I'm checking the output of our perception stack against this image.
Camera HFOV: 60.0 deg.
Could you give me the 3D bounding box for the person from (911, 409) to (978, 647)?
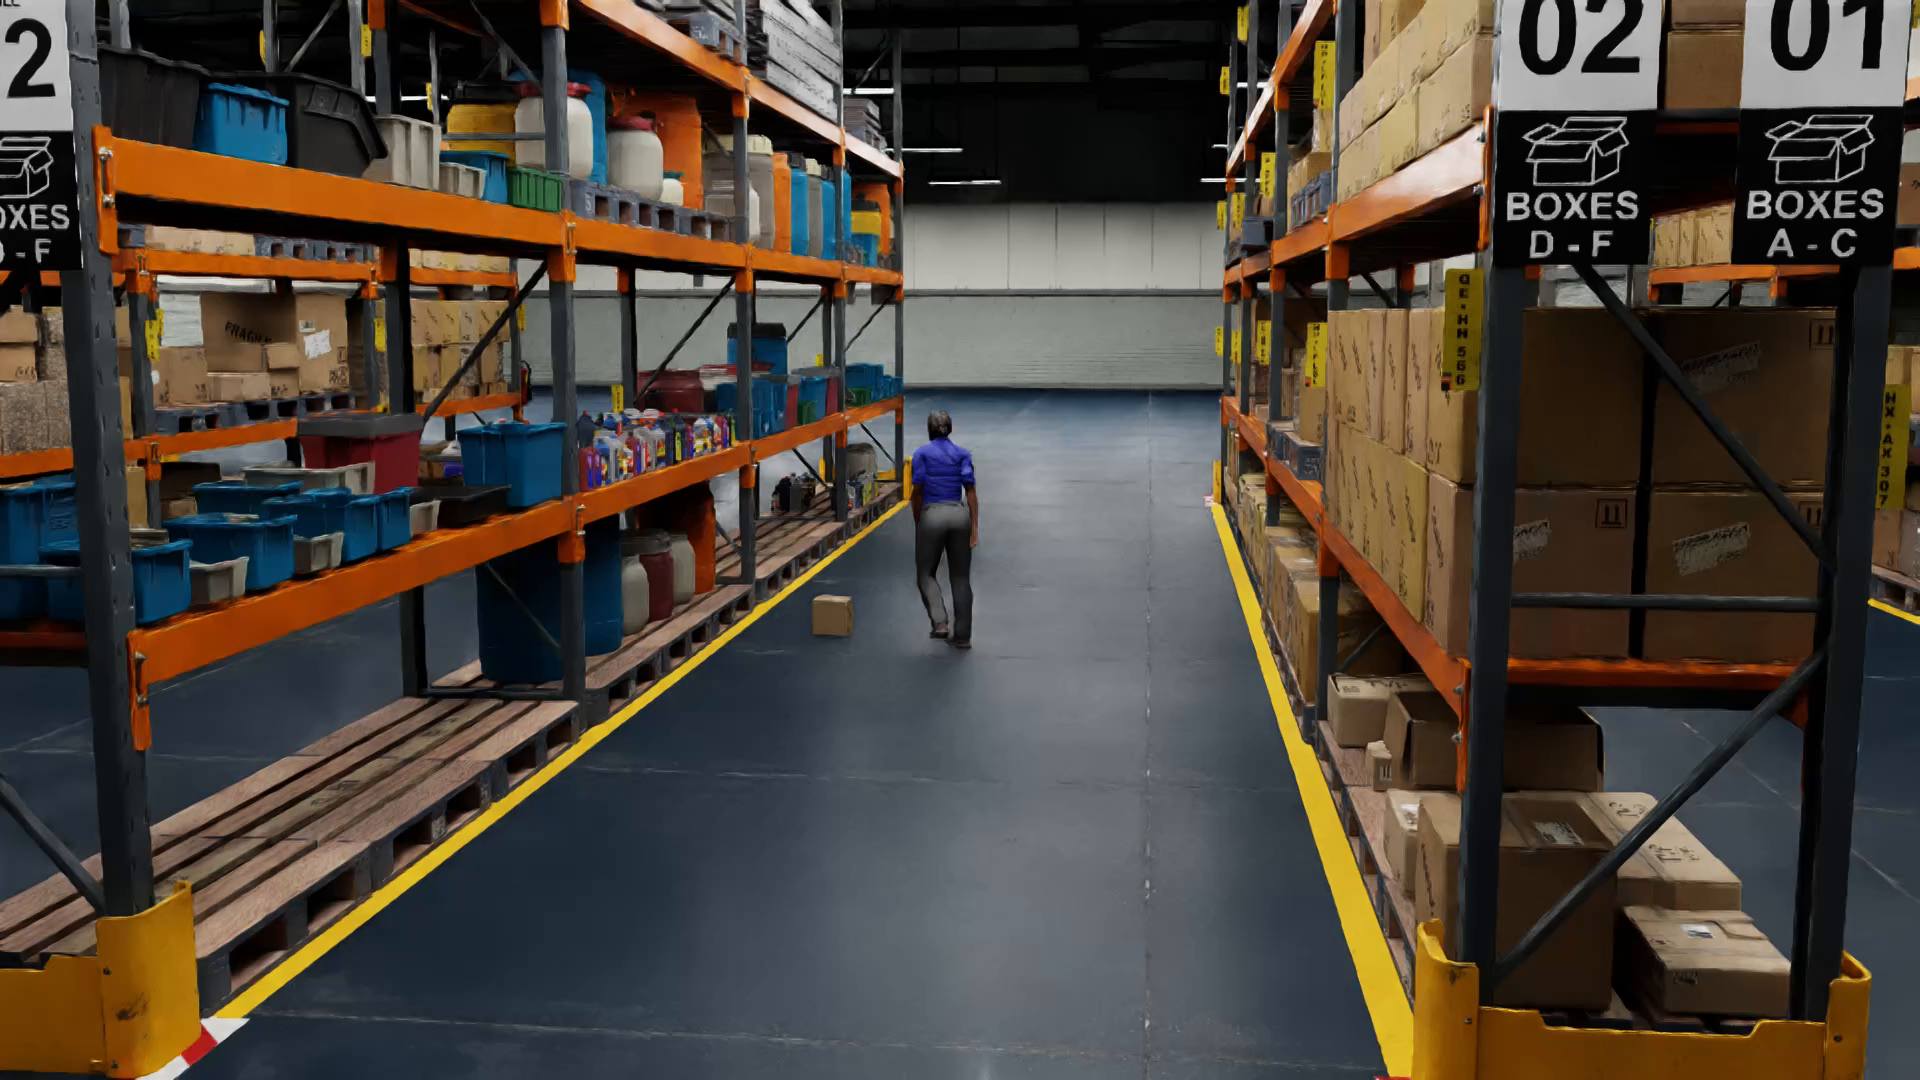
[{"bbox_3d":[-0.100,-0.064,11.435,0.448,1.621,0.600,-2,8,-17],"label":"person"}]
